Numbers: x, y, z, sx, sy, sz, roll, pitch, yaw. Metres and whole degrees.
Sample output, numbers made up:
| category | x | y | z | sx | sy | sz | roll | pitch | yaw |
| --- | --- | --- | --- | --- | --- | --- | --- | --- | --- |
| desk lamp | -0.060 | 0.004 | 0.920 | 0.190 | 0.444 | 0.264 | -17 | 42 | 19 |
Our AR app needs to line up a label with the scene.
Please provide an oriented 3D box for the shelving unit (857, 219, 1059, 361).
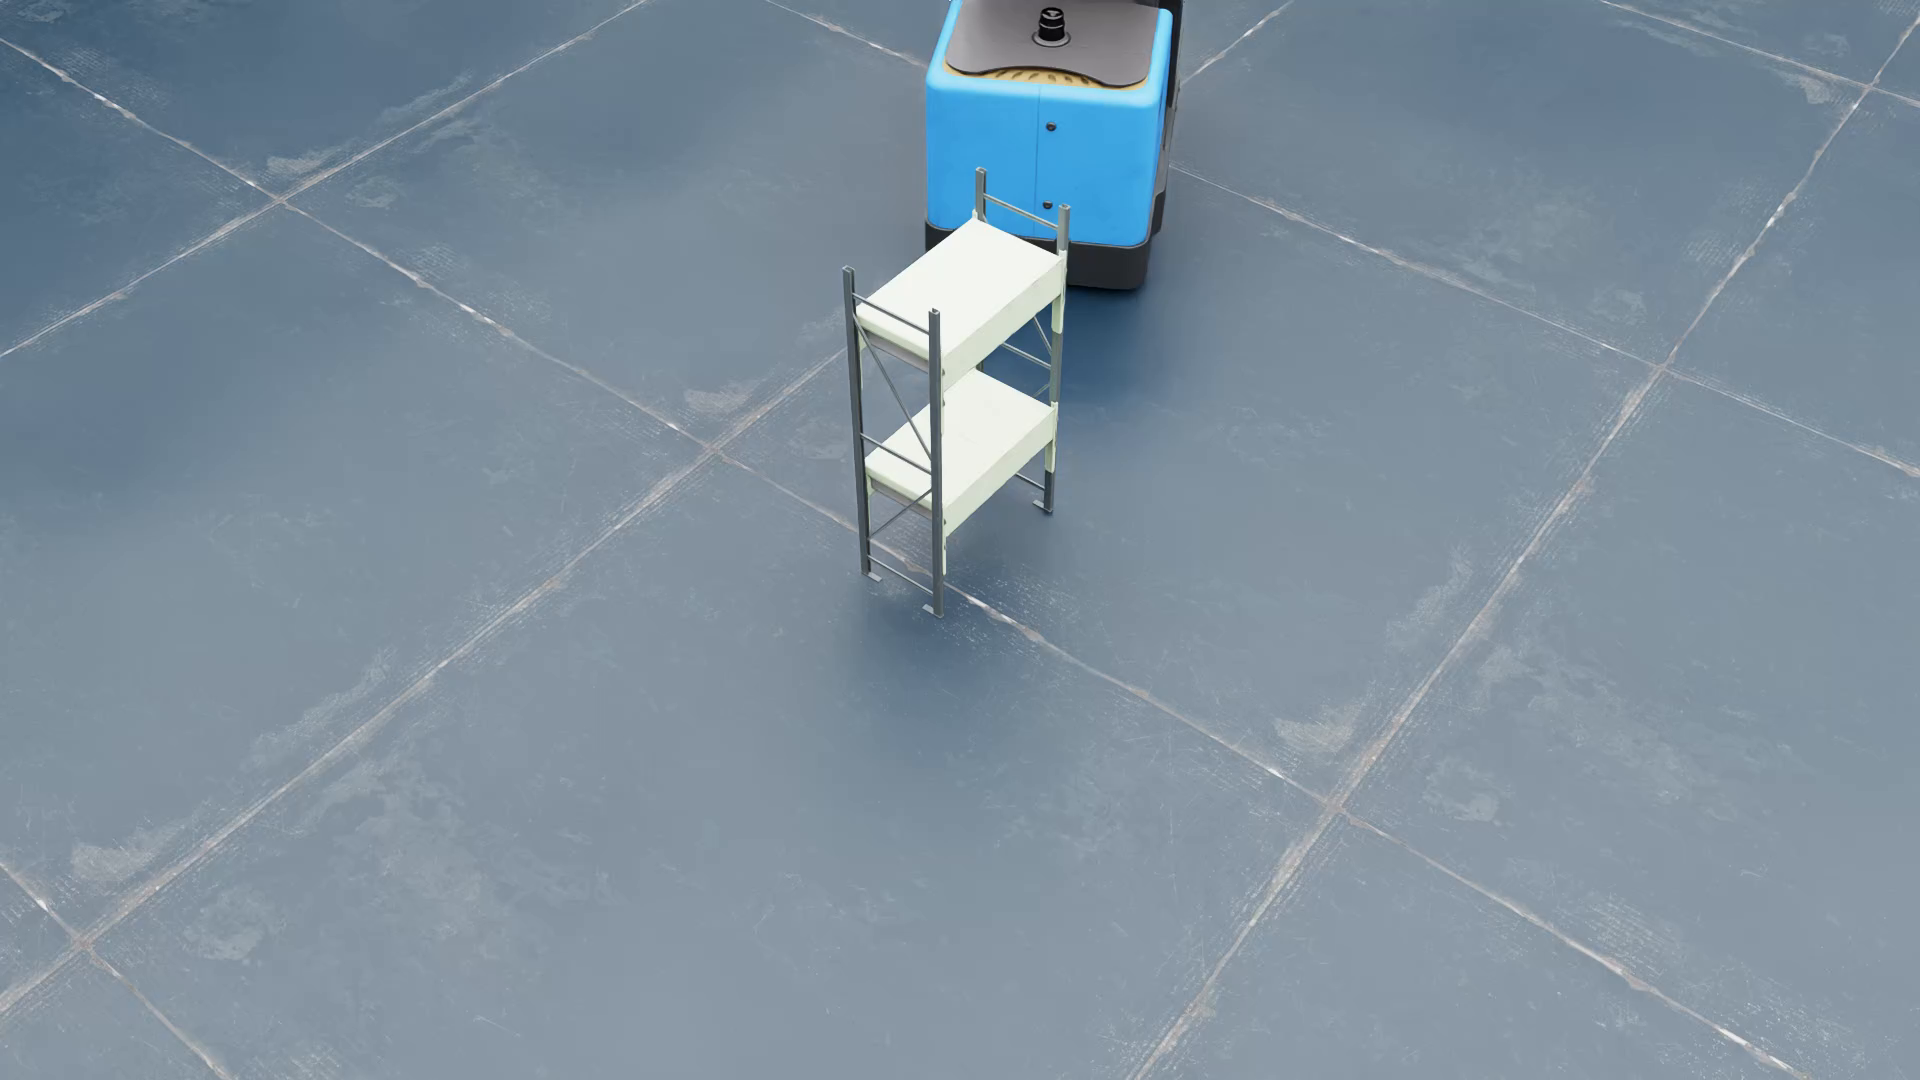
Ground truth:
| category | x | y | z | sx | sy | sz | roll | pitch | yaw |
| --- | --- | --- | --- | --- | --- | --- | --- | --- | --- |
| shelving unit | -0.004 | -0.876 | 5.825 | 0.368 | 0.052 | 0.686 | 29 | 53 | 25 |

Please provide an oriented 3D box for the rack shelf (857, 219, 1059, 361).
| category | x | y | z | sx | sy | sz | roll | pitch | yaw |
| --- | --- | --- | --- | --- | --- | --- | --- | --- | --- |
| rack shelf | -0.004 | -0.876 | 5.825 | 0.368 | 0.052 | 0.686 | 29 | 53 | 25 |

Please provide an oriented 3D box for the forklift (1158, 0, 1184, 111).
| category | x | y | z | sx | sy | sz | roll | pitch | yaw |
| --- | --- | --- | --- | --- | --- | --- | --- | --- | --- |
| forklift | 0.660 | -3.499 | 8.202 | 1.118 | 2.733 | 2.170 | 7 | 47 | 7 |
